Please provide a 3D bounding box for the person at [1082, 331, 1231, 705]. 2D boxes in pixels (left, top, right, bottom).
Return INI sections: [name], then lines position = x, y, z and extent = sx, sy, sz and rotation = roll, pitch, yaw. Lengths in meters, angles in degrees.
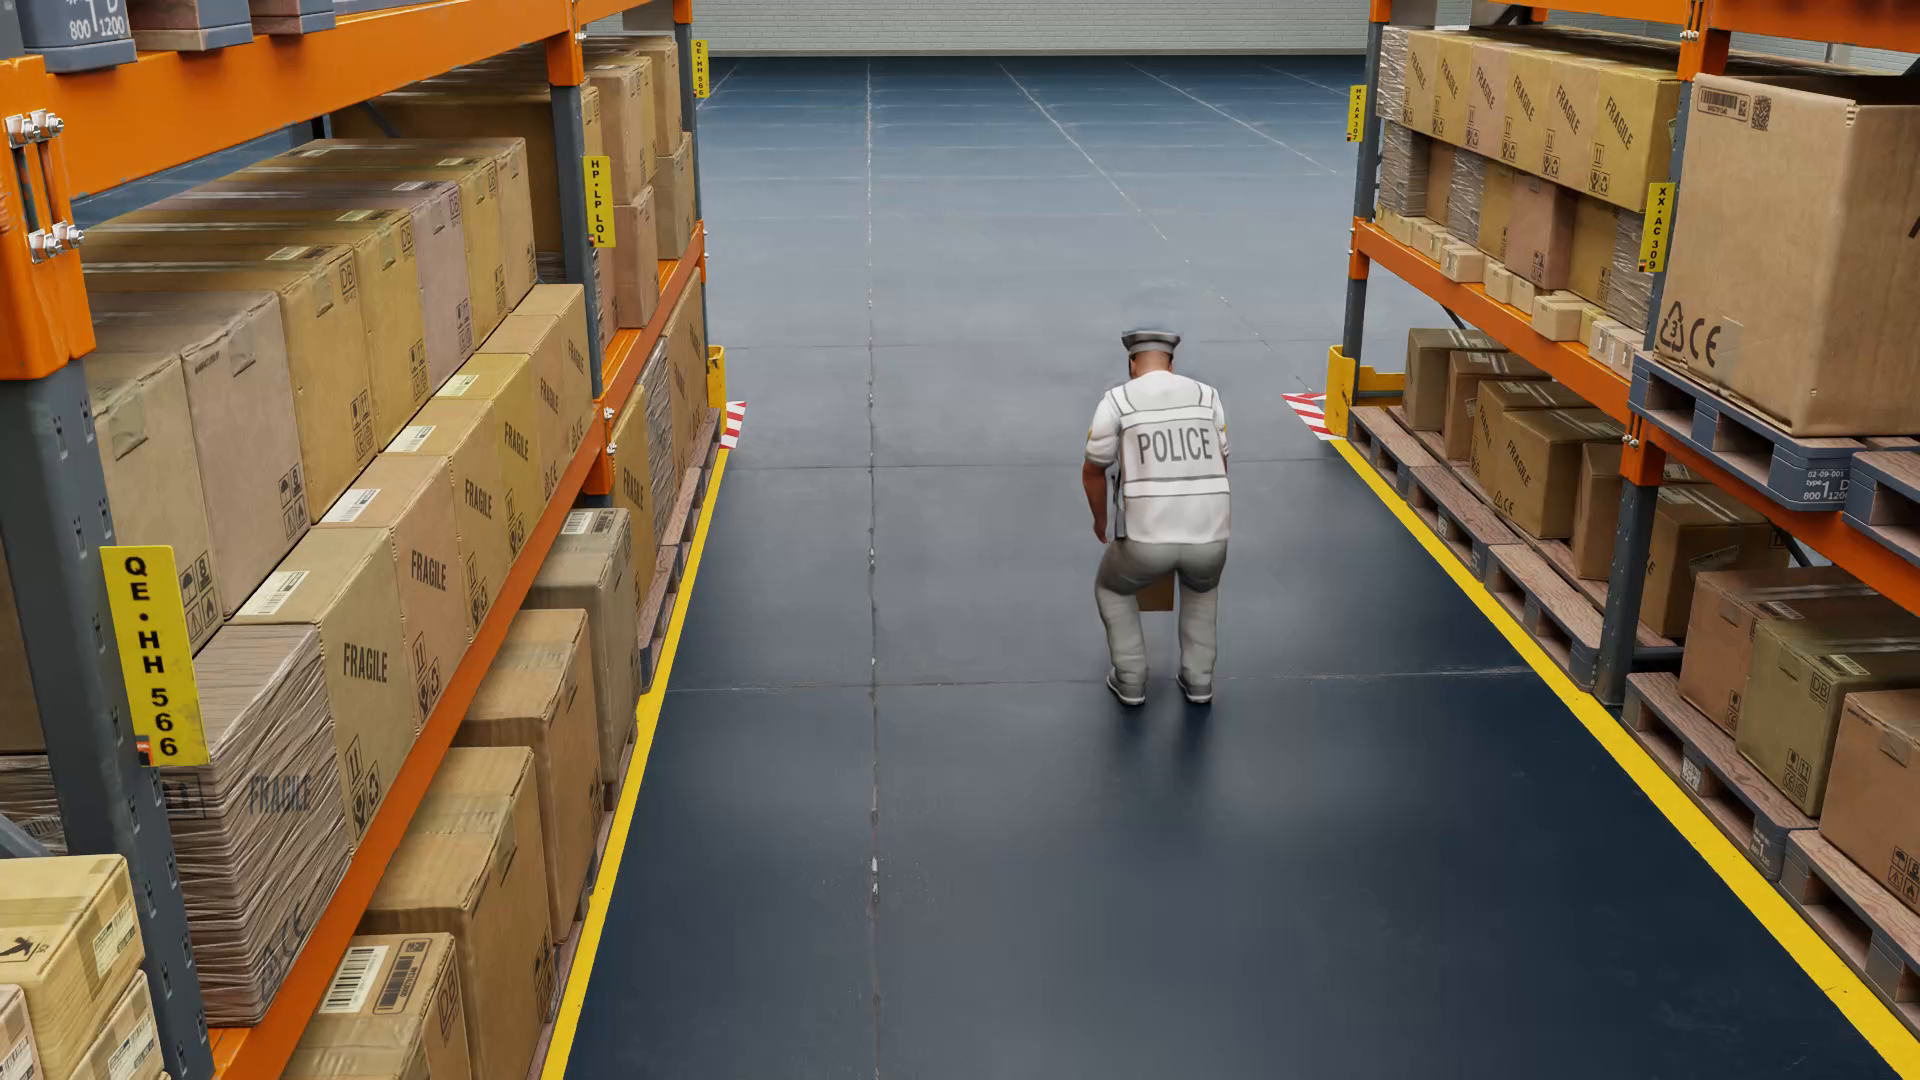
[person]
position = 0.790, -0.078, 6.700
extent = 0.590, 1.469, 0.771
rotation = -1, 20, -3
